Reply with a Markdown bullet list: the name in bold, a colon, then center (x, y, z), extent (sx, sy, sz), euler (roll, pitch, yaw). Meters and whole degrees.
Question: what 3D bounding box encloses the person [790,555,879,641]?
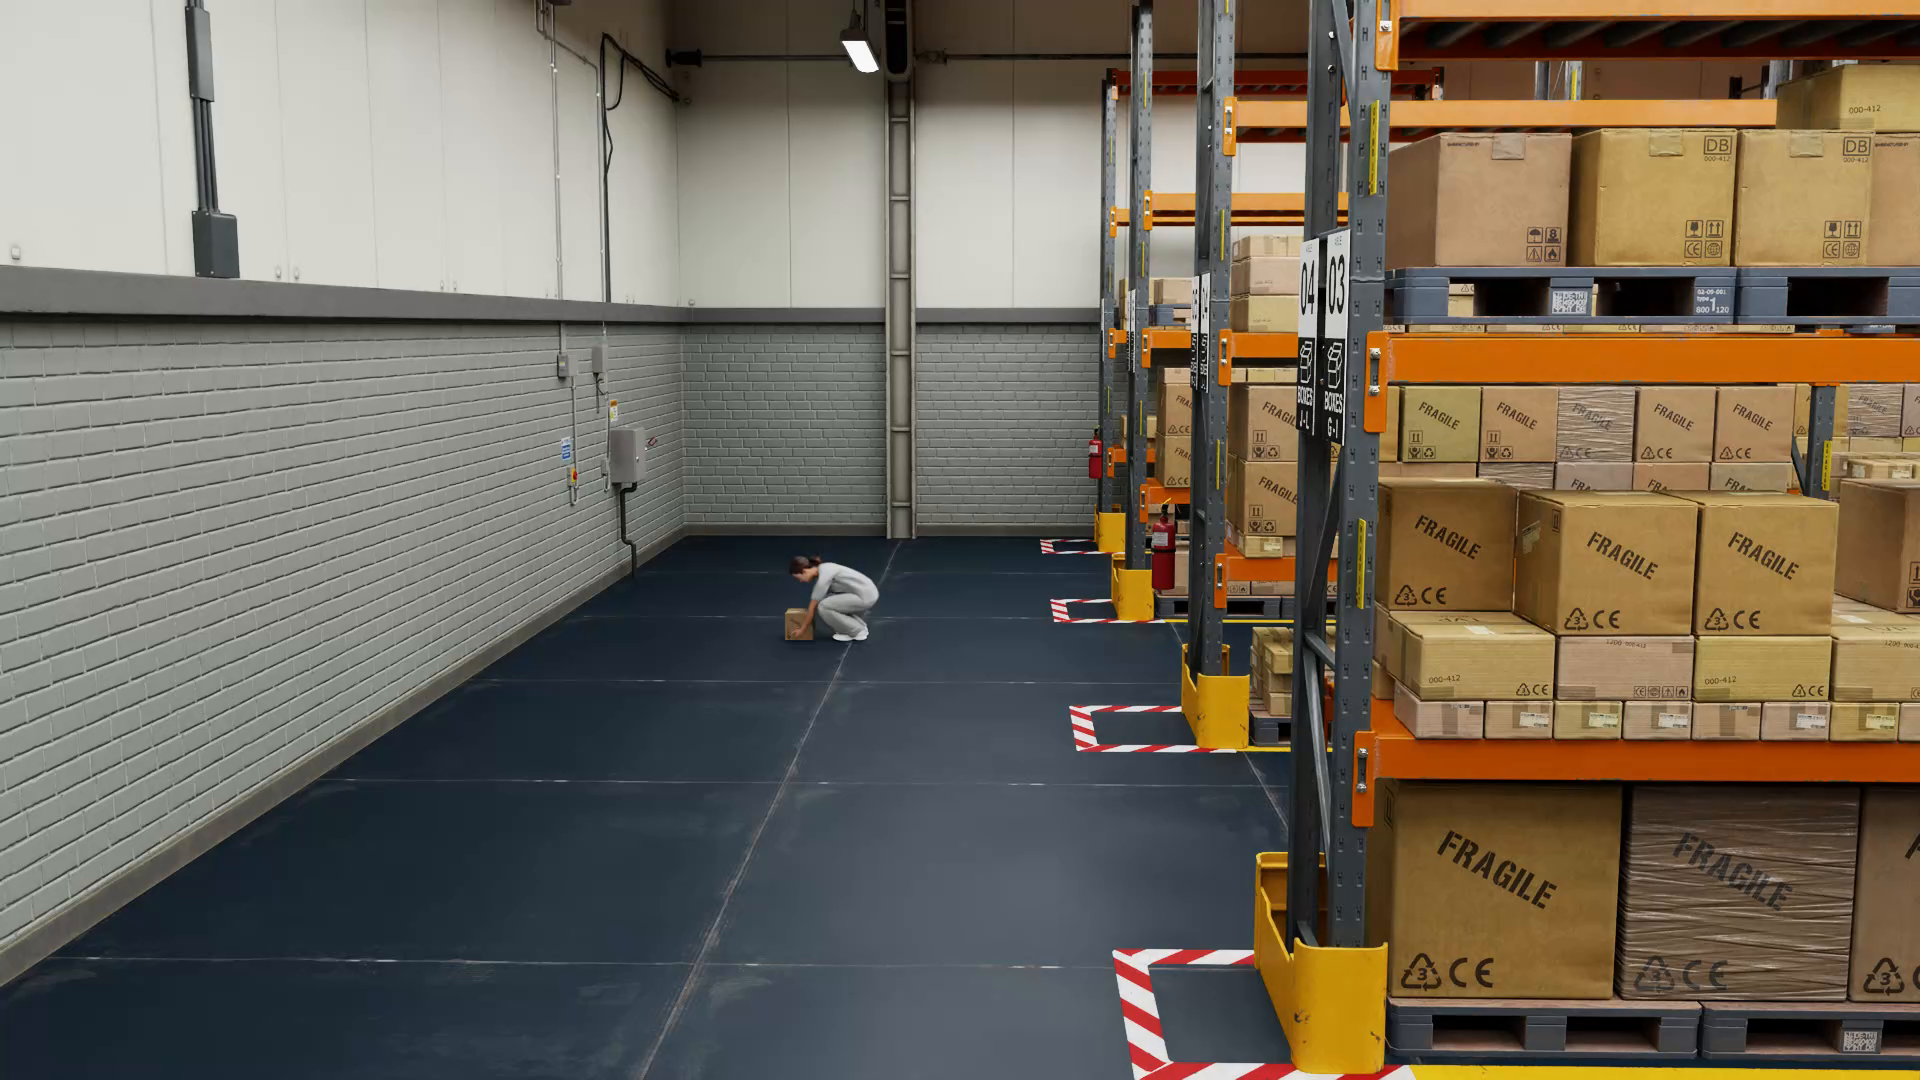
- **person**: center (-1.154, 0.537, 15.270), extent (0.813, 0.809, 0.478), euler (0, 7, 1)
